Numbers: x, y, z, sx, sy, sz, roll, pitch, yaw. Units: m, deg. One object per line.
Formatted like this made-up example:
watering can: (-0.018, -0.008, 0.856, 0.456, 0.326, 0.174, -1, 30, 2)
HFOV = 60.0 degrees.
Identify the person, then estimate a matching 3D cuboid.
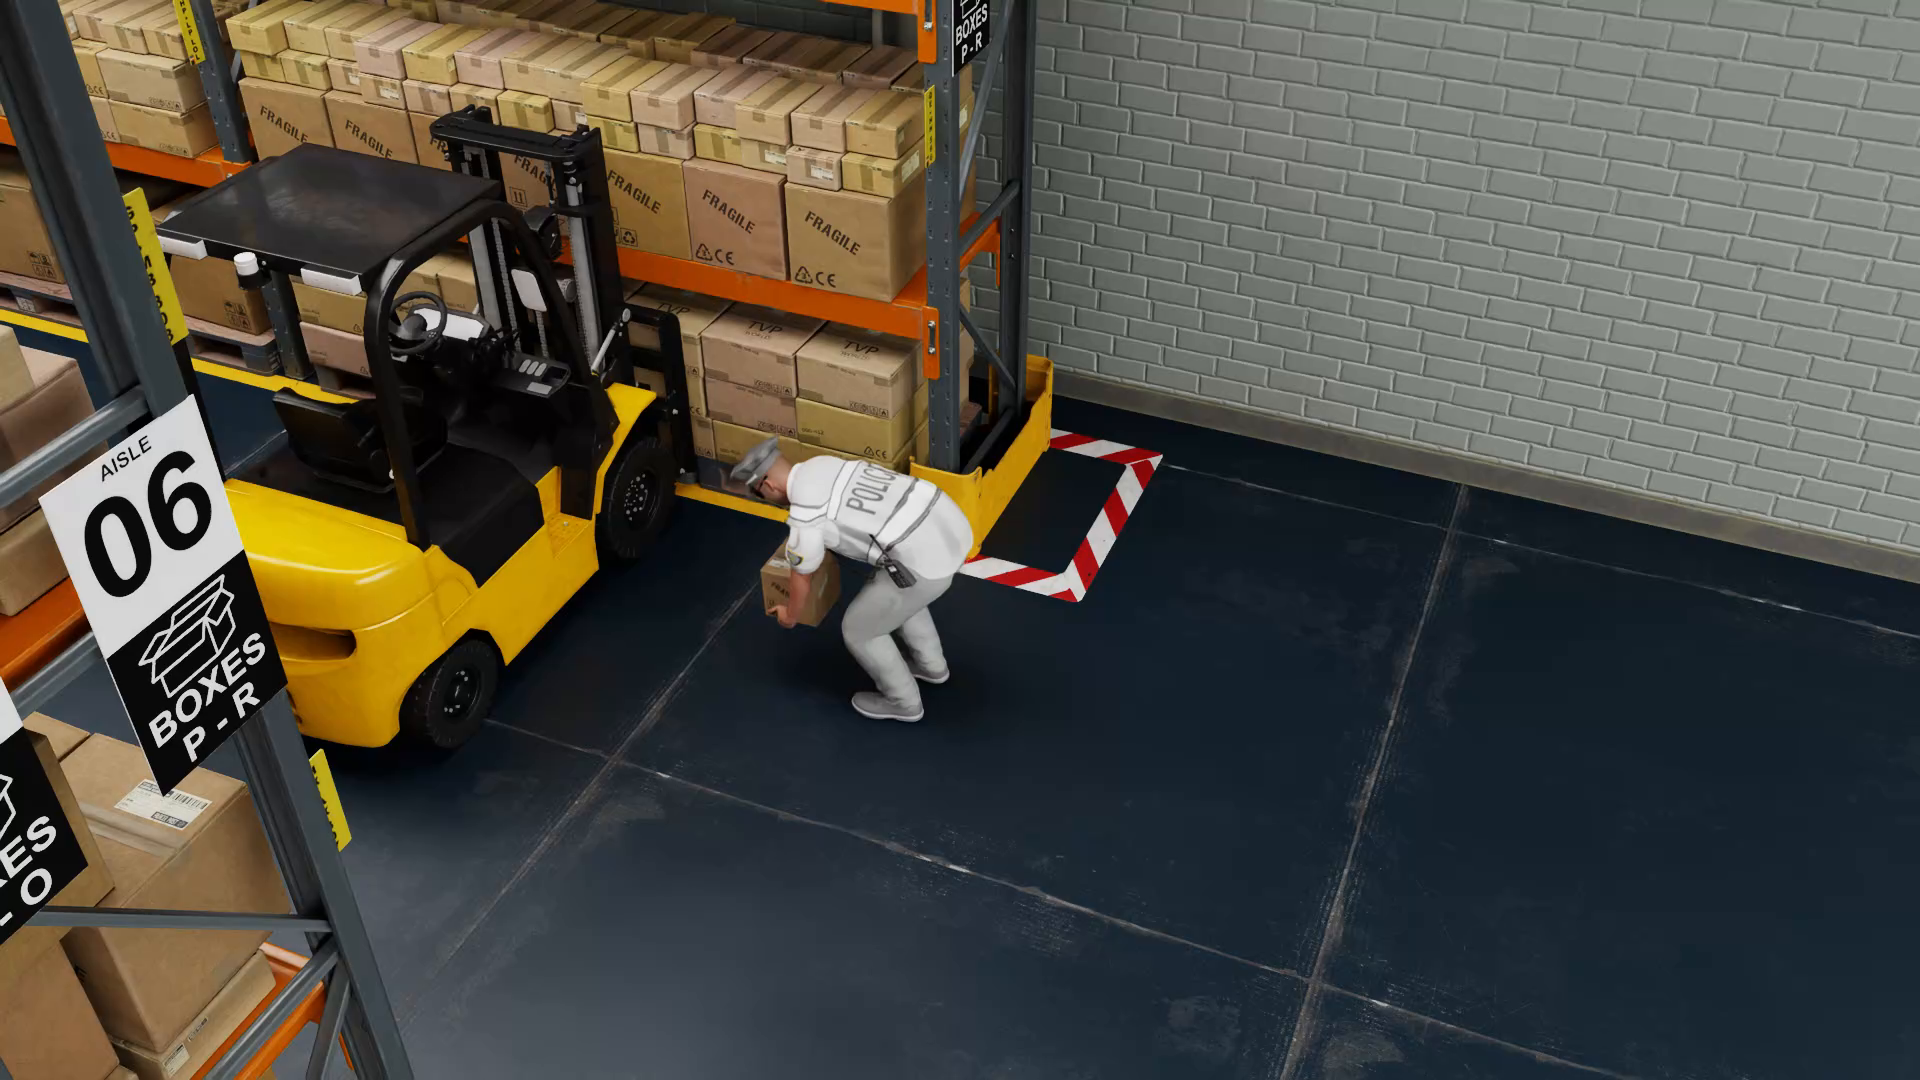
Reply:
person: (-0.454, 0.147, 7.068, 1.022, 1.214, 0.516, 12, 39, 16)
